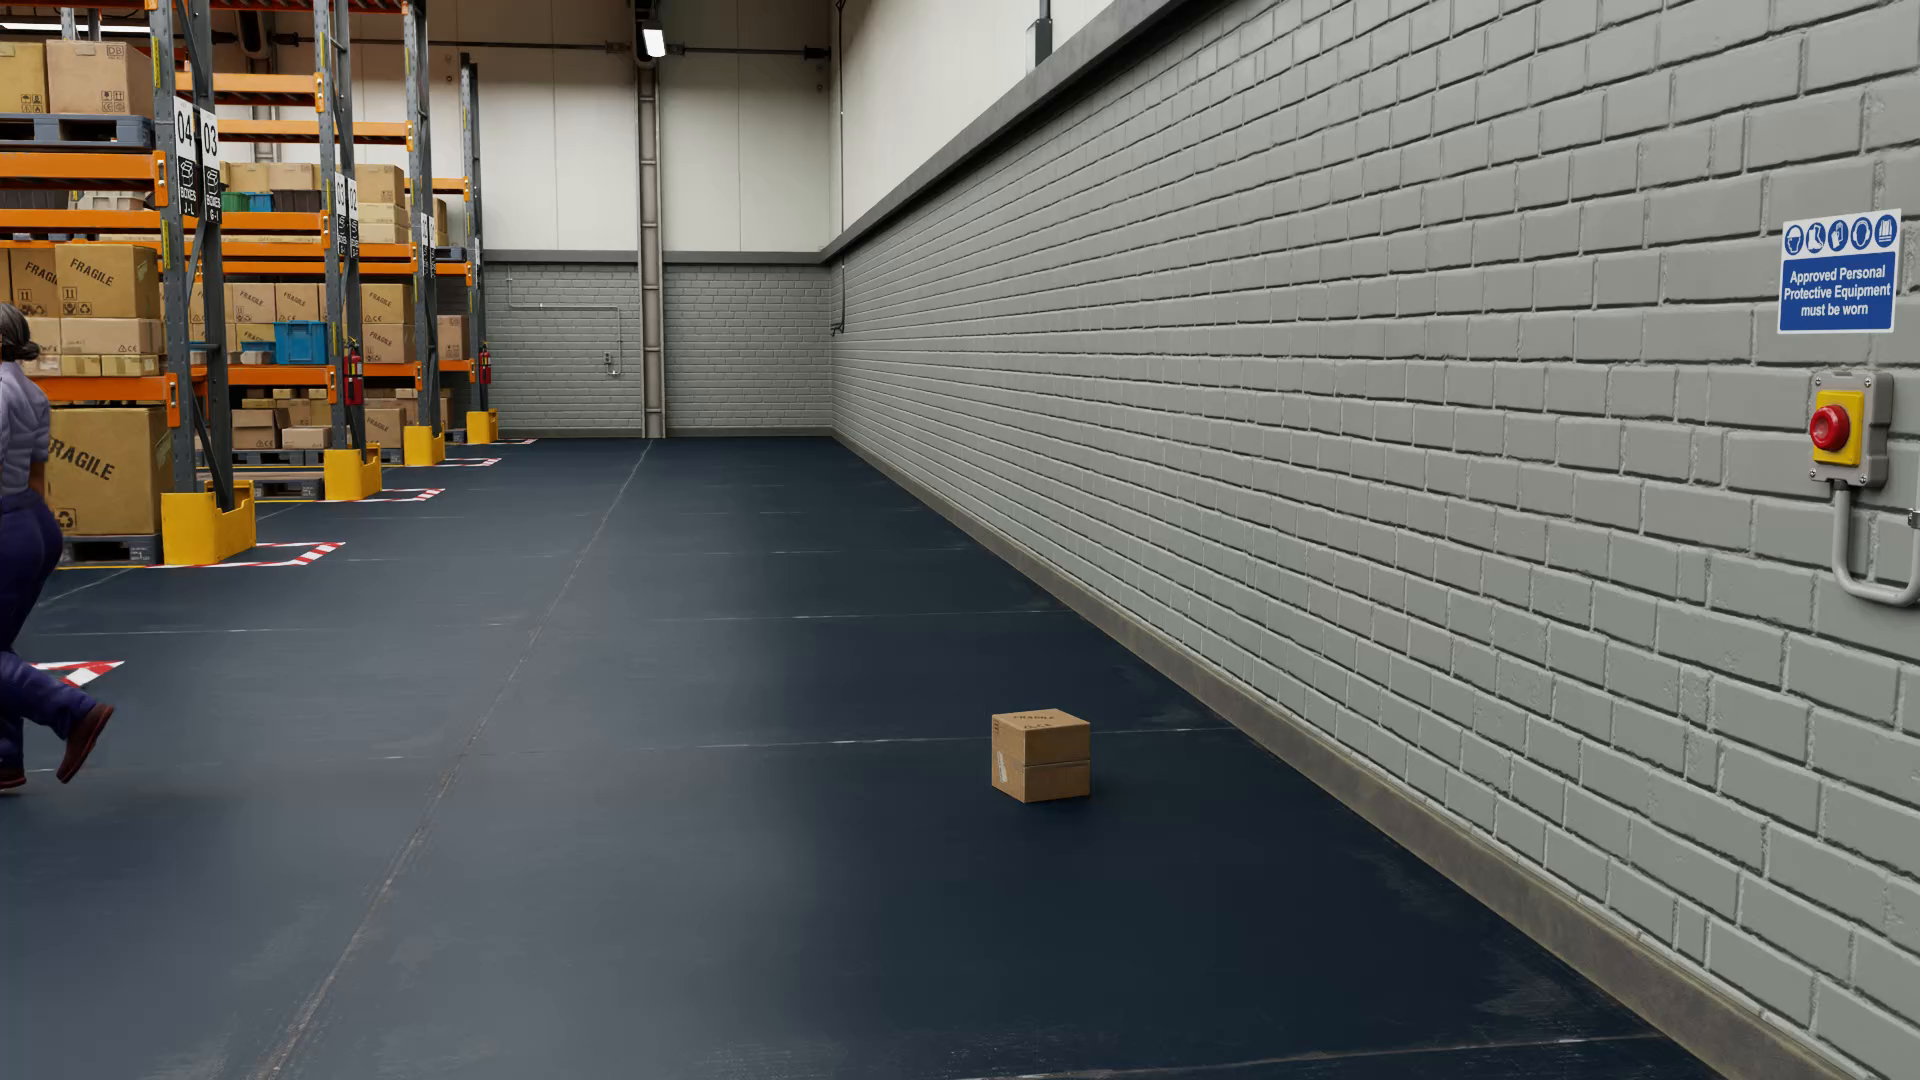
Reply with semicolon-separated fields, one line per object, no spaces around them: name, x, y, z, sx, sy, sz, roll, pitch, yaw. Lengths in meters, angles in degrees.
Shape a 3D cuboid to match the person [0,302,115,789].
person;-3.133;0.034;5.479;0.646;1.628;0.480;-1;7;-10
